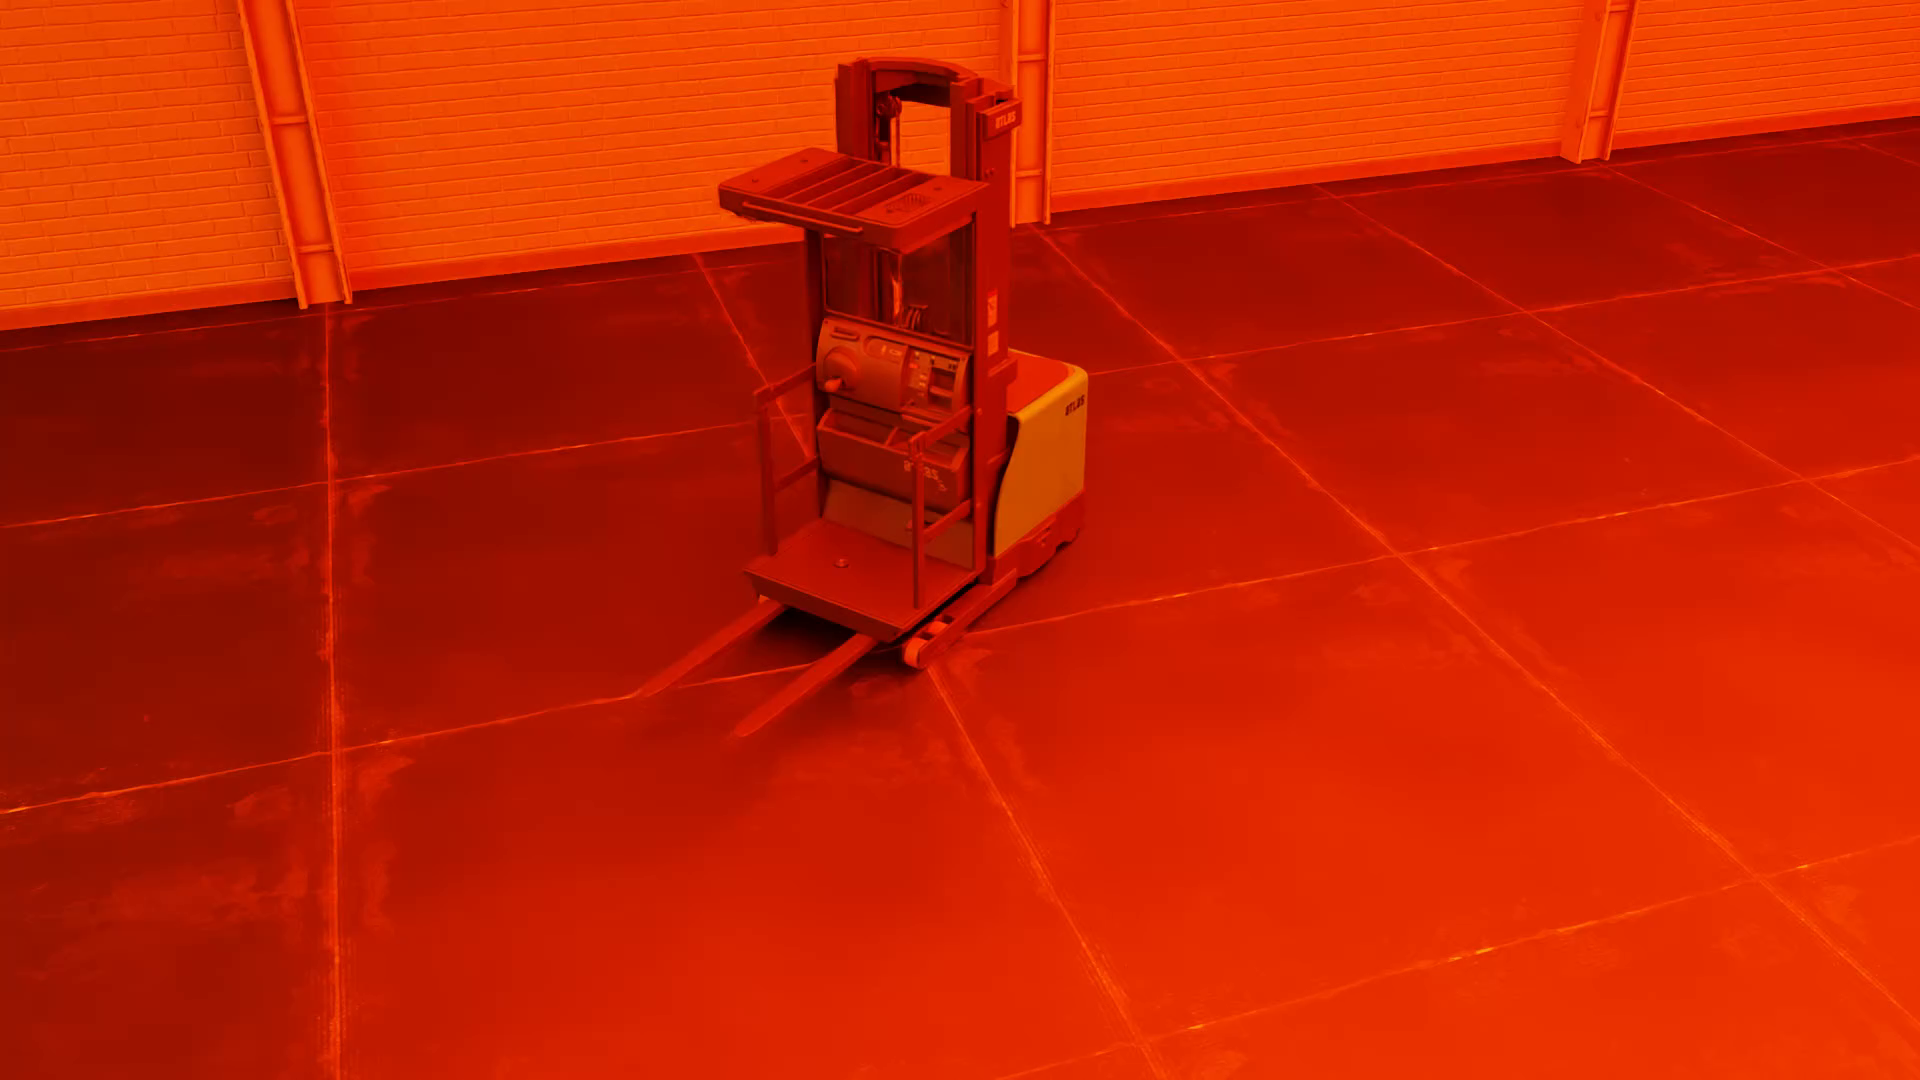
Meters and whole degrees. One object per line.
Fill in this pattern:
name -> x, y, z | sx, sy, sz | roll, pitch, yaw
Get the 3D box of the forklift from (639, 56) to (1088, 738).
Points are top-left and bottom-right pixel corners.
forklift -> -0.478, -0.854, 8.572 | 1.130, 2.935, 3.031 | 18, 35, 29

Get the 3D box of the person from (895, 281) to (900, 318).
person -> -0.326, -0.892, 10.239 | 0.857, 1.465, 0.738 | -5, 30, -9
